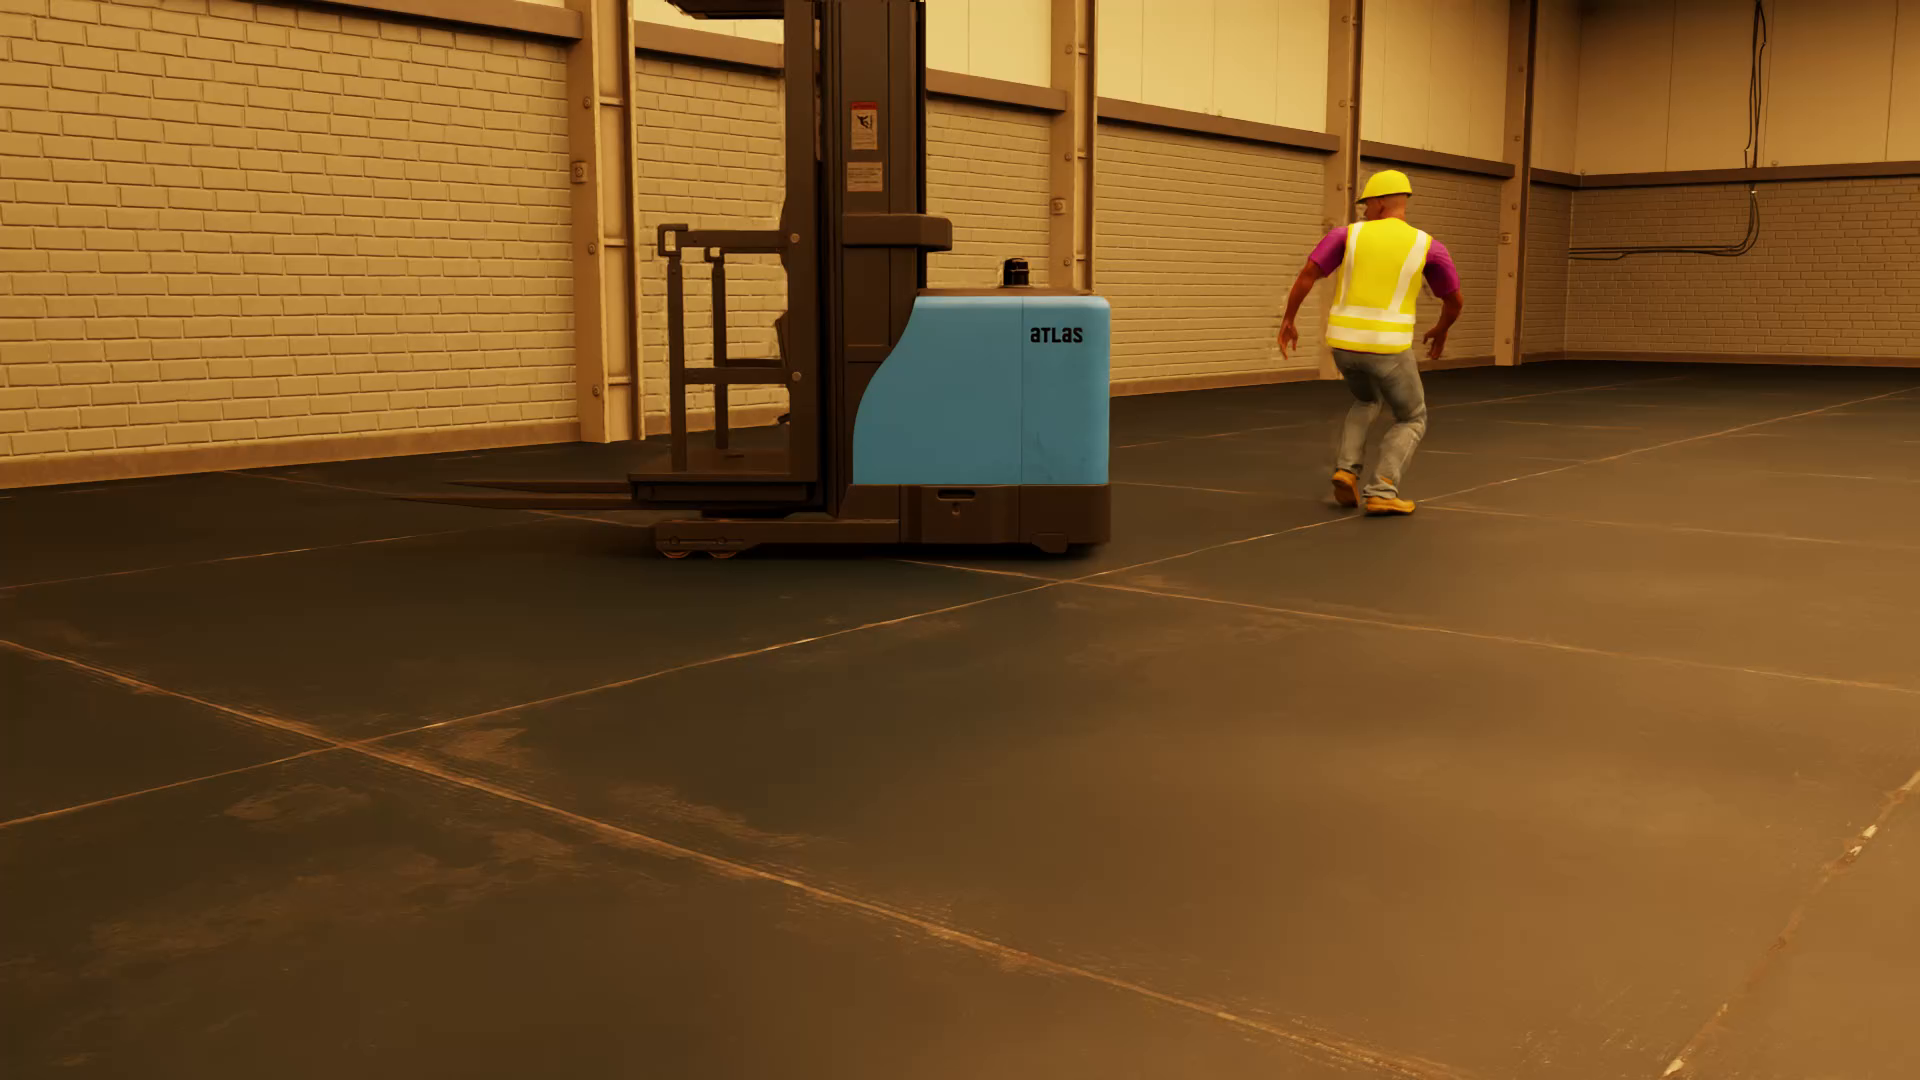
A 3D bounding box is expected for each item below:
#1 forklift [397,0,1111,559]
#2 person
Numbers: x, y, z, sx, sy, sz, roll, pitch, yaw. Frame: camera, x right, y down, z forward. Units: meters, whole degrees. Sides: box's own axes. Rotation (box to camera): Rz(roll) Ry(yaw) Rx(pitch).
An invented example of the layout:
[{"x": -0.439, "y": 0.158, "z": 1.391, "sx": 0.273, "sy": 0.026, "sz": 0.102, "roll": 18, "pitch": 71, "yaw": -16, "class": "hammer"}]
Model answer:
[{"x": -0.873, "y": -1.447, "z": 7.174, "sx": 3.031, "sy": 2.935, "sz": 1.130, "roll": 0, "pitch": 8, "yaw": 2, "class": "forklift"}, {"x": 2.071, "y": -0.965, "z": 8.264, "sx": 0.753, "sy": 1.712, "sz": 0.753, "roll": 6, "pitch": 11, "yaw": 37, "class": "person"}]
